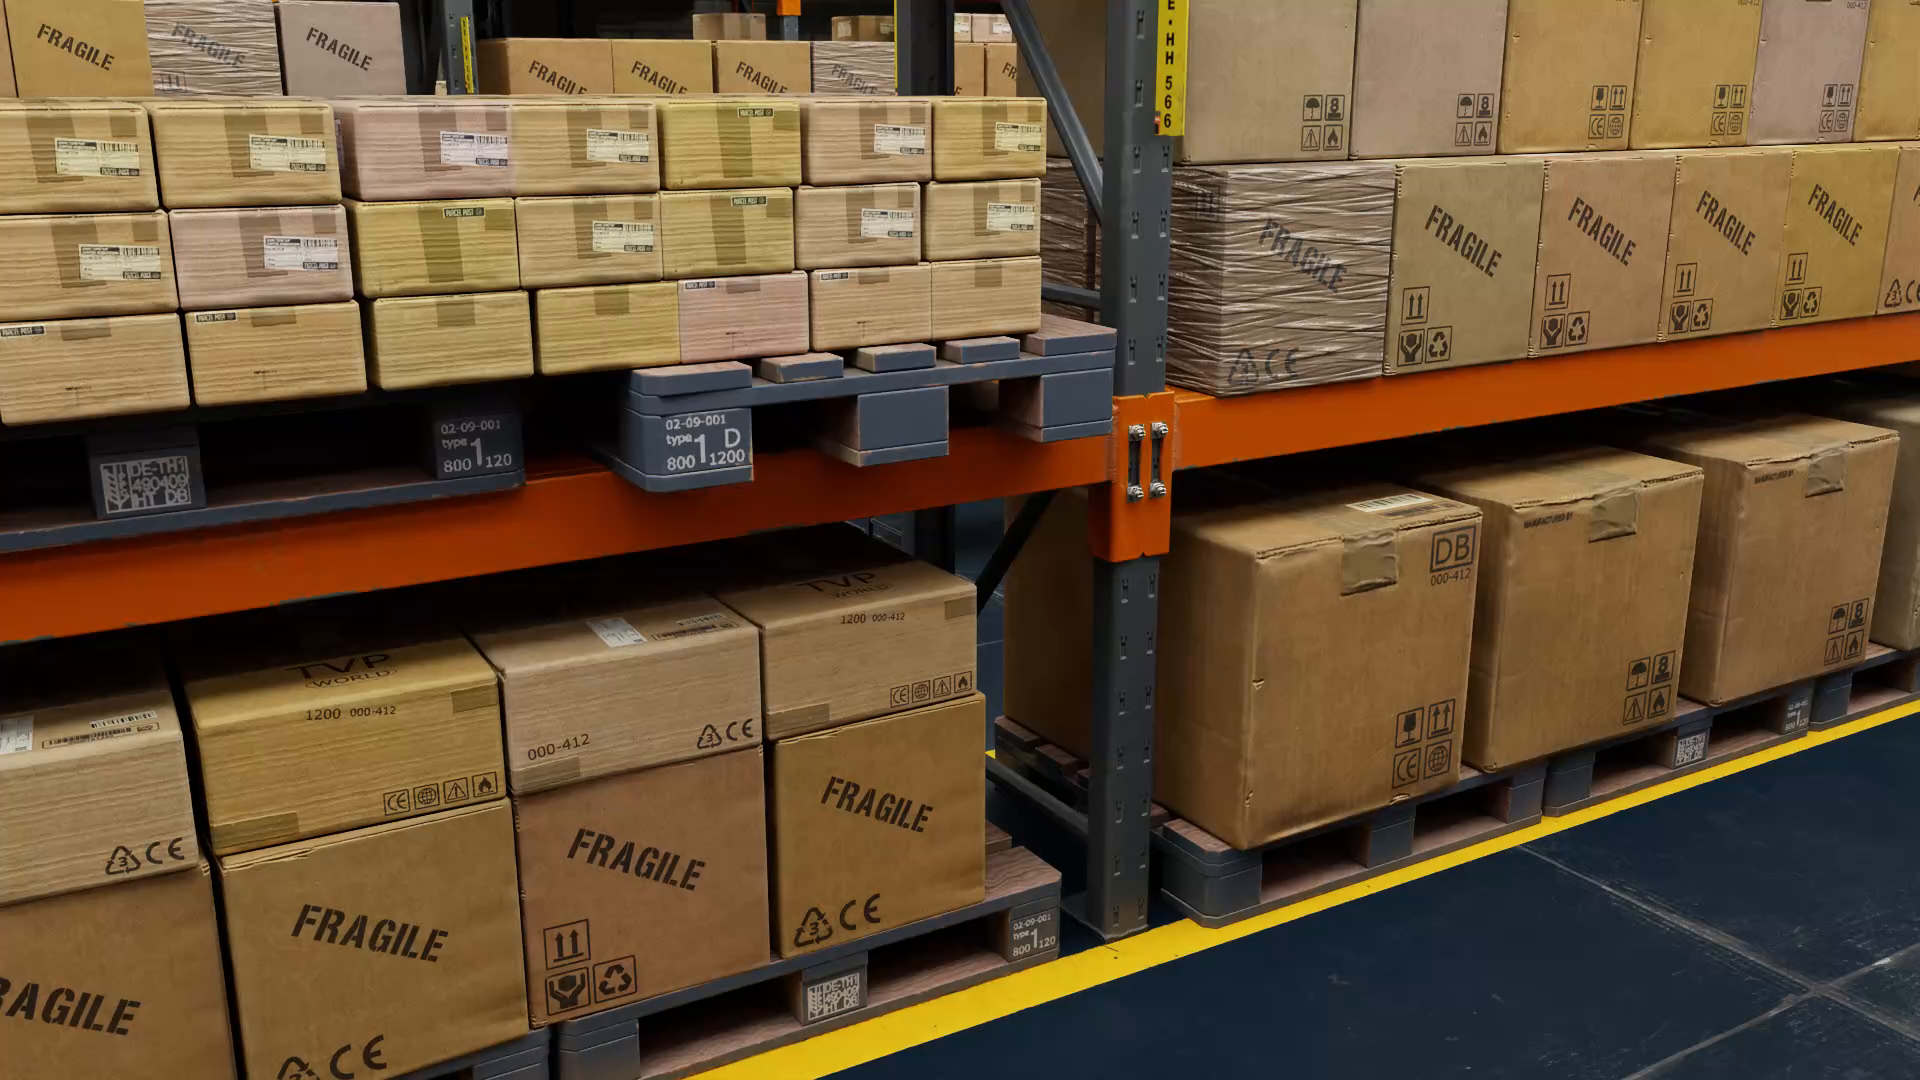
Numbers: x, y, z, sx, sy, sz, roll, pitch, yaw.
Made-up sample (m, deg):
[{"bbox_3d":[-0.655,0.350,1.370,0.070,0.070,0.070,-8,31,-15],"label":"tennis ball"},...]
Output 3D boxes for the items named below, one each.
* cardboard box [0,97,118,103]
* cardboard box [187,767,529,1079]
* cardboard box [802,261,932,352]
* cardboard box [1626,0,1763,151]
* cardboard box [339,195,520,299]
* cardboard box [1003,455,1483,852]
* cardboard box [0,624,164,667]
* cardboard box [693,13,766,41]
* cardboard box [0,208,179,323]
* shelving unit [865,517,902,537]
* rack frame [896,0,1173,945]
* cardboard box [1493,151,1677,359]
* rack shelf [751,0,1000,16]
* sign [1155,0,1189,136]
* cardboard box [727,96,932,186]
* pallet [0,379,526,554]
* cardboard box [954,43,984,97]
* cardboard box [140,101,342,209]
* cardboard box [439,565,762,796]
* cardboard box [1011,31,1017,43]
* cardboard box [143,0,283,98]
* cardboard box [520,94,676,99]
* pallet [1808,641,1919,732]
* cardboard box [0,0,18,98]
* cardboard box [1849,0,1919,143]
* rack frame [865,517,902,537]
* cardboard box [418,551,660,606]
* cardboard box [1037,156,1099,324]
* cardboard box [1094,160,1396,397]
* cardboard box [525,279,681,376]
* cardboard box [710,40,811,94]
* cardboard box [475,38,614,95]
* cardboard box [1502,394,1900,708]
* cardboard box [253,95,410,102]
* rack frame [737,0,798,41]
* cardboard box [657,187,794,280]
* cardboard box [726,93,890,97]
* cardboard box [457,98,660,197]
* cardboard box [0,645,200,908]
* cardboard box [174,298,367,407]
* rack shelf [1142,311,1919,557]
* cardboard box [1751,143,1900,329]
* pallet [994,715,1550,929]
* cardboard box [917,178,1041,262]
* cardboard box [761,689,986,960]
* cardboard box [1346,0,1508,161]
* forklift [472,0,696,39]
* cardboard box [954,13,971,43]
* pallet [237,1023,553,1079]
[{"bbox_3d":[-1.692,-0.735,3.058,0.250,0.149,0.380,-10,18,-30],"label":"cardboard box"},{"bbox_3d":[-1.176,0.699,3.213,0.500,0.500,0.500,-10,19,-32],"label":"cardboard box"},{"bbox_3d":[-0.254,-0.475,3.236,0.250,0.149,0.380,-9,18,-30],"label":"cardboard box"},{"bbox_3d":[1.845,-1.406,4.832,0.500,0.500,0.700,-9,18,-30],"label":"cardboard box"},{"bbox_3d":[-0.925,-0.510,2.809,0.250,0.149,0.380,-9,18,-30],"label":"cardboard box"},{"bbox_3d":[0.714,0.214,4.479,0.750,0.750,1.050,-9,18,-30],"label":"cardboard box"},{"bbox_3d":[-1.882,0.286,3.296,0.500,0.250,0.500,-10,19,-32],"label":"cardboard box"},{"bbox_3d":[-1.233,-2.733,8.886,0.250,0.149,0.380,-10,19,-32],"label":"cardboard box"},{"bbox_3d":[-1.369,-0.438,2.551,0.250,0.149,0.380,-10,18,-31],"label":"cardboard box"},{"bbox_3d":[0.006,-0.723,7.211,0.755,1.500,0.431,-9,18,-30],"label":"shelving unit"},{"bbox_3d":[0.145,-0.603,4.004,0.127,3.000,1.000,-9,18,-30],"label":"rack frame"},{"bbox_3d":[1.536,-0.793,4.495,0.500,0.500,0.500,-9,18,-30],"label":"cardboard box"},{"bbox_3d":[0.093,-4.814,14.802,4.000,0.370,1.077,-9,18,-30],"label":"rack shelf"},{"bbox_3d":[0.433,-0.998,3.415,0.005,0.325,0.100,-9,18,-30],"label":"sign"},{"bbox_3d":[-0.255,-0.762,3.157,0.250,0.149,0.380,-9,18,-30],"label":"cardboard box"},{"bbox_3d":[-1.530,-0.226,3.015,1.213,0.211,1.003,-9,18,-30],"label":"pallet"},{"bbox_3d":[-0.209,-2.427,8.997,0.500,0.500,0.500,-9,18,-28],"label":"cardboard box"},{"bbox_3d":[-1.148,-0.617,2.640,0.250,0.149,0.380,-8,18,-27],"label":"cardboard box"},{"bbox_3d":[-0.733,0.266,3.369,0.500,0.250,0.500,-9,18,-29],"label":"cardboard box"},{"bbox_3d":[0.353,-3.013,9.884,0.250,0.149,0.380,-9,18,-30],"label":"cardboard box"},{"bbox_3d":[-3.235,-2.058,7.158,0.500,0.500,0.500,-9,18,-29],"label":"cardboard box"},{"bbox_3d":[-0.792,-0.880,3.578,0.250,0.149,0.380,-9,18,-30],"label":"cardboard box"},{"bbox_3d":[2.952,0.308,5.919,1.213,0.211,1.003,-9,18,-30],"label":"pallet"},{"bbox_3d":[-4.101,-1.922,6.672,0.500,0.500,0.500,-10,18,-31],"label":"cardboard box"},{"bbox_3d":[2.712,-1.546,5.331,0.500,0.500,0.700,-10,18,-31],"label":"cardboard box"},{"bbox_3d":[-0.308,-0.672,7.029,0.023,1.500,0.400,-9,18,-30],"label":"rack frame"},{"bbox_3d":[-1.005,0.148,3.790,0.500,0.250,0.500,-9,18,-30],"label":"cardboard box"},{"bbox_3d":[0.393,-0.776,4.436,0.500,0.500,0.500,-9,18,-30],"label":"cardboard box"},{"bbox_3d":[0.669,-0.651,3.990,0.500,0.500,0.500,-9,18,-29],"label":"cardboard box"},{"bbox_3d":[-0.690,-0.406,2.987,0.250,0.149,0.380,-9,18,-30],"label":"cardboard box"},{"bbox_3d":[-1.091,-2.286,8.495,0.500,0.500,0.500,-9,18,-29],"label":"cardboard box"},{"bbox_3d":[-1.986,-2.137,7.961,0.500,0.500,0.500,-10,18,-31],"label":"cardboard box"},{"bbox_3d":[2.260,-0.038,5.377,0.750,0.750,1.050,-9,18,-30],"label":"cardboard box"},{"bbox_3d":[-1.250,-0.806,3.312,0.250,0.149,0.380,-8,18,-27],"label":"cardboard box"},{"bbox_3d":[-1.621,-3.438,14.118,0.127,3.000,1.000,-9,18,-30],"label":"rack frame"},{"bbox_3d":[-0.496,-0.579,3.054,0.250,0.149,0.380,-9,18,-28],"label":"cardboard box"},{"bbox_3d":[-0.354,-0.951,3.830,0.250,0.149,0.380,-9,18,-30],"label":"cardboard box"},{"bbox_3d":[-0.707,-0.688,2.892,0.250,0.149,0.380,-9,18,-28],"label":"cardboard box"},{"bbox_3d":[-1.619,0.407,2.864,0.500,0.250,0.500,-8,18,-28],"label":"cardboard box"},{"bbox_3d":[-1.143,-0.332,2.726,0.250,0.149,0.380,-9,18,-28],"label":"cardboard box"},{"bbox_3d":[1.860,-0.535,5.093,4.000,0.370,1.077,-9,18,-30],"label":"rack shelf"},{"bbox_3d":[2.398,-0.932,4.994,0.500,0.500,0.500,-9,18,-29],"label":"cardboard box"},{"bbox_3d":[0.860,0.647,4.709,1.213,0.211,1.003,-9,18,-30],"label":"pallet"},{"bbox_3d":[-0.044,-0.654,3.320,0.250,0.149,0.380,-9,18,-29],"label":"cardboard box"},{"bbox_3d":[-0.284,0.550,3.743,0.500,0.500,0.500,-9,18,-30],"label":"cardboard box"},{"bbox_3d":[0.968,-1.263,4.322,0.500,0.500,0.700,-10,18,-31],"label":"cardboard box"},{"bbox_3d":[-2.306,-2.483,10.837,3.031,2.935,1.130,-9,18,-30],"label":"forklift"},{"bbox_3d":[-0.148,-2.738,8.902,0.250,0.149,0.380,-10,19,-32],"label":"cardboard box"},{"bbox_3d":[-1.570,1.016,3.393,1.213,0.211,1.003,-9,18,-30],"label":"pallet"}]
